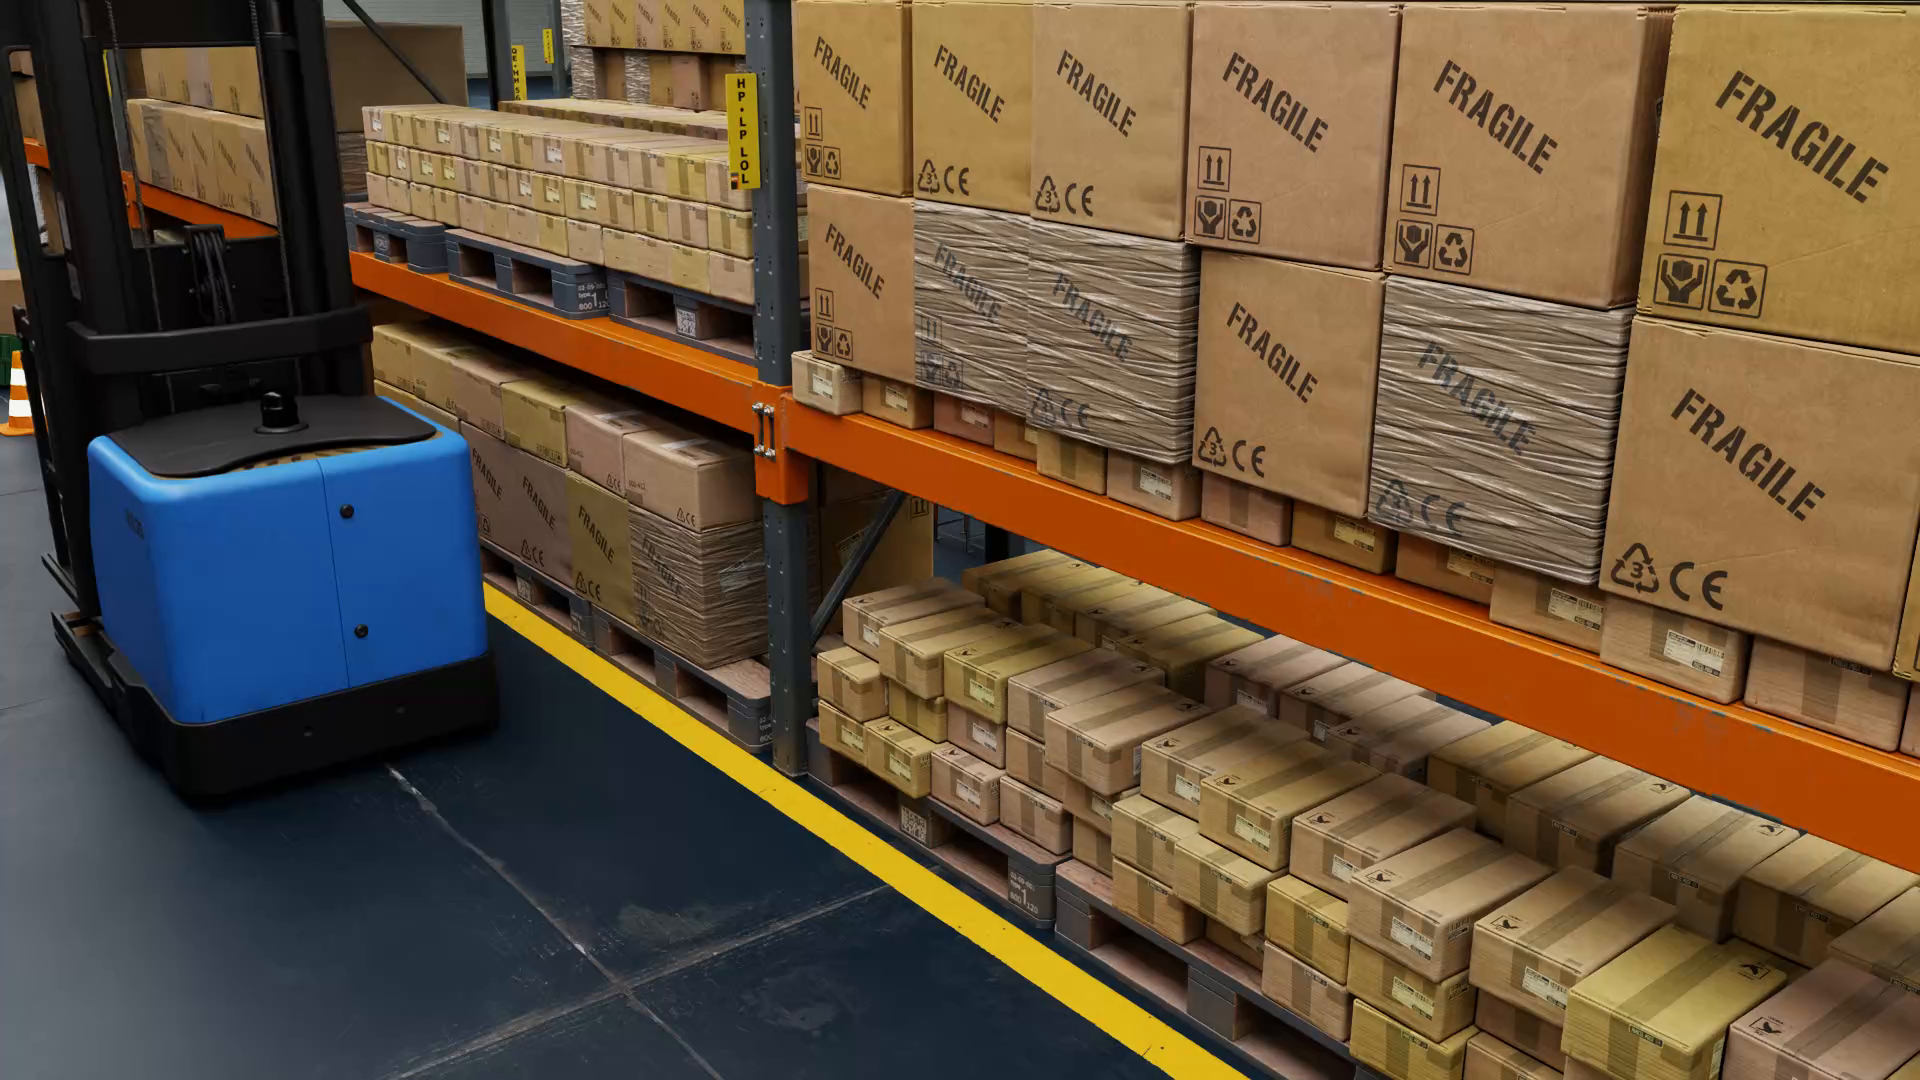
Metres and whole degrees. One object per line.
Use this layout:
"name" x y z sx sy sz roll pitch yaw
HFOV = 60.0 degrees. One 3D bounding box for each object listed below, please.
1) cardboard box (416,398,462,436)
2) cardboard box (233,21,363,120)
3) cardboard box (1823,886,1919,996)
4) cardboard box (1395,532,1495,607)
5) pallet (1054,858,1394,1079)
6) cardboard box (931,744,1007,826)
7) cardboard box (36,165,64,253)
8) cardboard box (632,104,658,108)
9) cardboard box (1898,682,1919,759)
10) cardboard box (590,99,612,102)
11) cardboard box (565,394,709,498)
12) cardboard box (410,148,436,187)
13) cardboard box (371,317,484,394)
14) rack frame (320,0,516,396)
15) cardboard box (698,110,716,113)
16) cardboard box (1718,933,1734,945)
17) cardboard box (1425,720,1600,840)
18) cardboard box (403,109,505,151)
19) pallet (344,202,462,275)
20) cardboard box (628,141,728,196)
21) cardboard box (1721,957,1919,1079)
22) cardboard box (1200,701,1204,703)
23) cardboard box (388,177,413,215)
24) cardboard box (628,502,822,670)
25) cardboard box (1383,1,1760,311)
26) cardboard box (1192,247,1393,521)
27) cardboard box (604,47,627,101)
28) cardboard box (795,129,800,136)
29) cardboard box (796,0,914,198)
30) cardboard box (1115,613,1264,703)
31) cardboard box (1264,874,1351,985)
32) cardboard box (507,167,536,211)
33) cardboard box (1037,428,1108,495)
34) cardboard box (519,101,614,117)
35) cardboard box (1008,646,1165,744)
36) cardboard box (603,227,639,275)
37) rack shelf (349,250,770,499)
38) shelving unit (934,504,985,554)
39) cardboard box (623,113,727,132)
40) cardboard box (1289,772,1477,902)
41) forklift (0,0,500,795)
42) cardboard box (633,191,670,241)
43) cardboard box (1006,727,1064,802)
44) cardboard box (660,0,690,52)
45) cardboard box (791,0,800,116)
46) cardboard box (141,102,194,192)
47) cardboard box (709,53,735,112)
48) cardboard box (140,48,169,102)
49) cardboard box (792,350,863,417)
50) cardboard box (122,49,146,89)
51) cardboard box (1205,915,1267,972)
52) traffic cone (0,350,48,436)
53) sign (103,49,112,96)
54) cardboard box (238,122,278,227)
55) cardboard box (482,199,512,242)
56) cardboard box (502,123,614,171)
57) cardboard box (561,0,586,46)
"cardboard box" -2.126 -0.395 7.592 0.500 0.500 0.500 -14 23 -35
"cardboard box" -3.586 -2.615 9.237 0.700 0.500 0.500 -14 23 -37
"cardboard box" 1.963 0.873 3.374 0.380 0.149 0.250 -13 23 -35
"cardboard box" 1.133 0.001 3.487 0.380 0.149 0.250 -15 24 -38
"pallet" 1.010 1.039 4.388 1.003 0.211 1.213 -14 23 -36
"cardboard box" 0.138 0.679 4.907 0.380 0.149 0.250 -14 23 -36
"cardboard box" -7.174 -2.737 14.070 0.875 0.875 0.875 -14 23 -36
"cardboard box" -2.851 -4.019 15.629 0.380 0.149 0.250 -14 23 -36
"cardboard box" 1.738 0.267 2.683 0.380 0.149 0.250 -14 23 -36
"cardboard box" -3.422 -4.278 16.410 0.380 0.149 0.250 -14 23 -36
"cardboard box" -1.166 -0.376 6.342 0.500 0.250 0.500 -13 22 -34
"cardboard box" -2.199 -1.661 7.365 0.380 0.149 0.250 -15 23 -38
"cardboard box" -2.442 -0.881 7.867 0.500 0.250 0.500 -15 24 -39
"rack frame" -2.680 -1.730 8.314 1.000 3.000 0.127 -14 23 -36
"cardboard box" -2.127 -3.799 14.962 0.380 0.149 0.250 -14 23 -36
"cardboard box" 1.742 0.869 3.859 0.380 0.149 0.250 -13 22 -34
"cardboard box" 1.396 0.597 4.207 0.380 0.149 0.250 -14 23 -35
"cardboard box" -2.227 -1.813 7.352 0.380 0.149 0.250 -14 23 -36
"pallet" -2.154 -1.484 7.877 1.213 0.211 1.003 -14 23 -36
"cardboard box" -0.925 -1.297 5.794 0.380 0.149 0.250 -15 23 -38
"cardboard box" 1.649 0.959 3.115 0.380 0.149 0.250 -13 23 -35
"cardboard box" 0.685 0.492 4.998 0.380 0.149 0.250 -14 23 -36
"cardboard box" -2.394 -1.594 7.636 0.380 0.149 0.250 -13 22 -33
"cardboard box" -0.853 0.110 6.066 0.500 0.500 0.500 -15 23 -37
"cardboard box" 1.164 -0.737 3.094 0.500 0.500 0.500 -13 22 -33
"cardboard box" 0.867 -0.383 3.616 0.500 0.500 0.500 -13 22 -33
"cardboard box" -2.972 -4.592 16.326 0.875 0.500 0.500 -14 23 -36
"cardboard box" -0.568 -1.486 6.365 0.380 0.149 0.250 -14 23 -37
"cardboard box" -0.107 -1.249 4.638 0.500 0.500 0.500 -13 23 -35
"cardboard box" 0.679 0.359 4.928 0.380 0.149 0.250 -13 22 -34
"cardboard box" 0.936 0.861 3.886 0.380 0.149 0.250 -13 22 -33
"cardboard box" -1.566 -1.410 6.607 0.380 0.149 0.250 -13 22 -34
"cardboard box" 0.418 -0.243 4.225 0.380 0.149 0.250 -13 23 -35
"cardboard box" -1.862 -1.998 7.911 0.380 0.149 0.250 -14 23 -37
"cardboard box" 0.355 0.445 4.668 0.380 0.149 0.250 -15 23 -38
"cardboard box" -1.068 -1.071 6.056 0.380 0.149 0.250 -15 24 -39
"rack shelf" -1.438 -0.895 6.939 1.077 0.370 4.000 -14 23 -36
"shelving unit" 0.033 -0.485 7.658 0.215 1.050 0.252 -14 23 -36
"cardboard box" -1.215 -1.742 7.136 0.380 0.149 0.250 -13 22 -34
"cardboard box" 0.990 0.702 3.891 0.380 0.149 0.250 -15 23 -38
"forklift" -2.909 -0.985 6.174 1.130 2.935 3.031 -14 23 -36
"cardboard box" -0.914 -1.151 5.825 0.380 0.149 0.250 -13 22 -34
"cardboard box" 0.350 0.586 4.716 0.380 0.149 0.250 -15 24 -39
"cardboard box" -2.329 -4.625 14.836 0.500 0.500 0.500 -14 23 -36
"cardboard box" -0.829 -3.919 13.305 1.000 1.000 1.000 -14 23 -36
"cardboard box" -4.734 -2.456 10.350 0.500 0.500 0.500 -14 23 -36
"cardboard box" -1.726 -4.100 14.841 0.875 0.500 0.500 -14 23 -36
"cardboard box" -4.851 -3.116 10.752 0.700 0.500 0.500 -14 23 -37
"cardboard box" -0.277 -0.491 4.973 0.380 0.149 0.250 -13 22 -34
"cardboard box" -5.366 -3.397 11.392 0.875 0.550 0.550 -14 23 -36
"cardboard box" 0.838 0.924 4.167 0.380 0.149 0.250 -13 22 -35
"traffic cone" -5.515 -0.886 9.801 0.336 0.463 0.334 -14 23 -36
"sign" -5.598 -3.055 10.814 0.100 0.325 0.005 -14 23 -36
"cardboard box" -3.479 -1.959 8.847 0.500 0.500 0.500 -14 23 -36
"cardboard box" -1.736 -1.334 6.850 0.380 0.149 0.250 -14 23 -35
"cardboard box" -1.576 -1.555 6.571 0.380 0.149 0.250 -14 23 -37
"cardboard box" -3.568 -5.119 16.326 0.500 0.500 0.500 -14 23 -36
